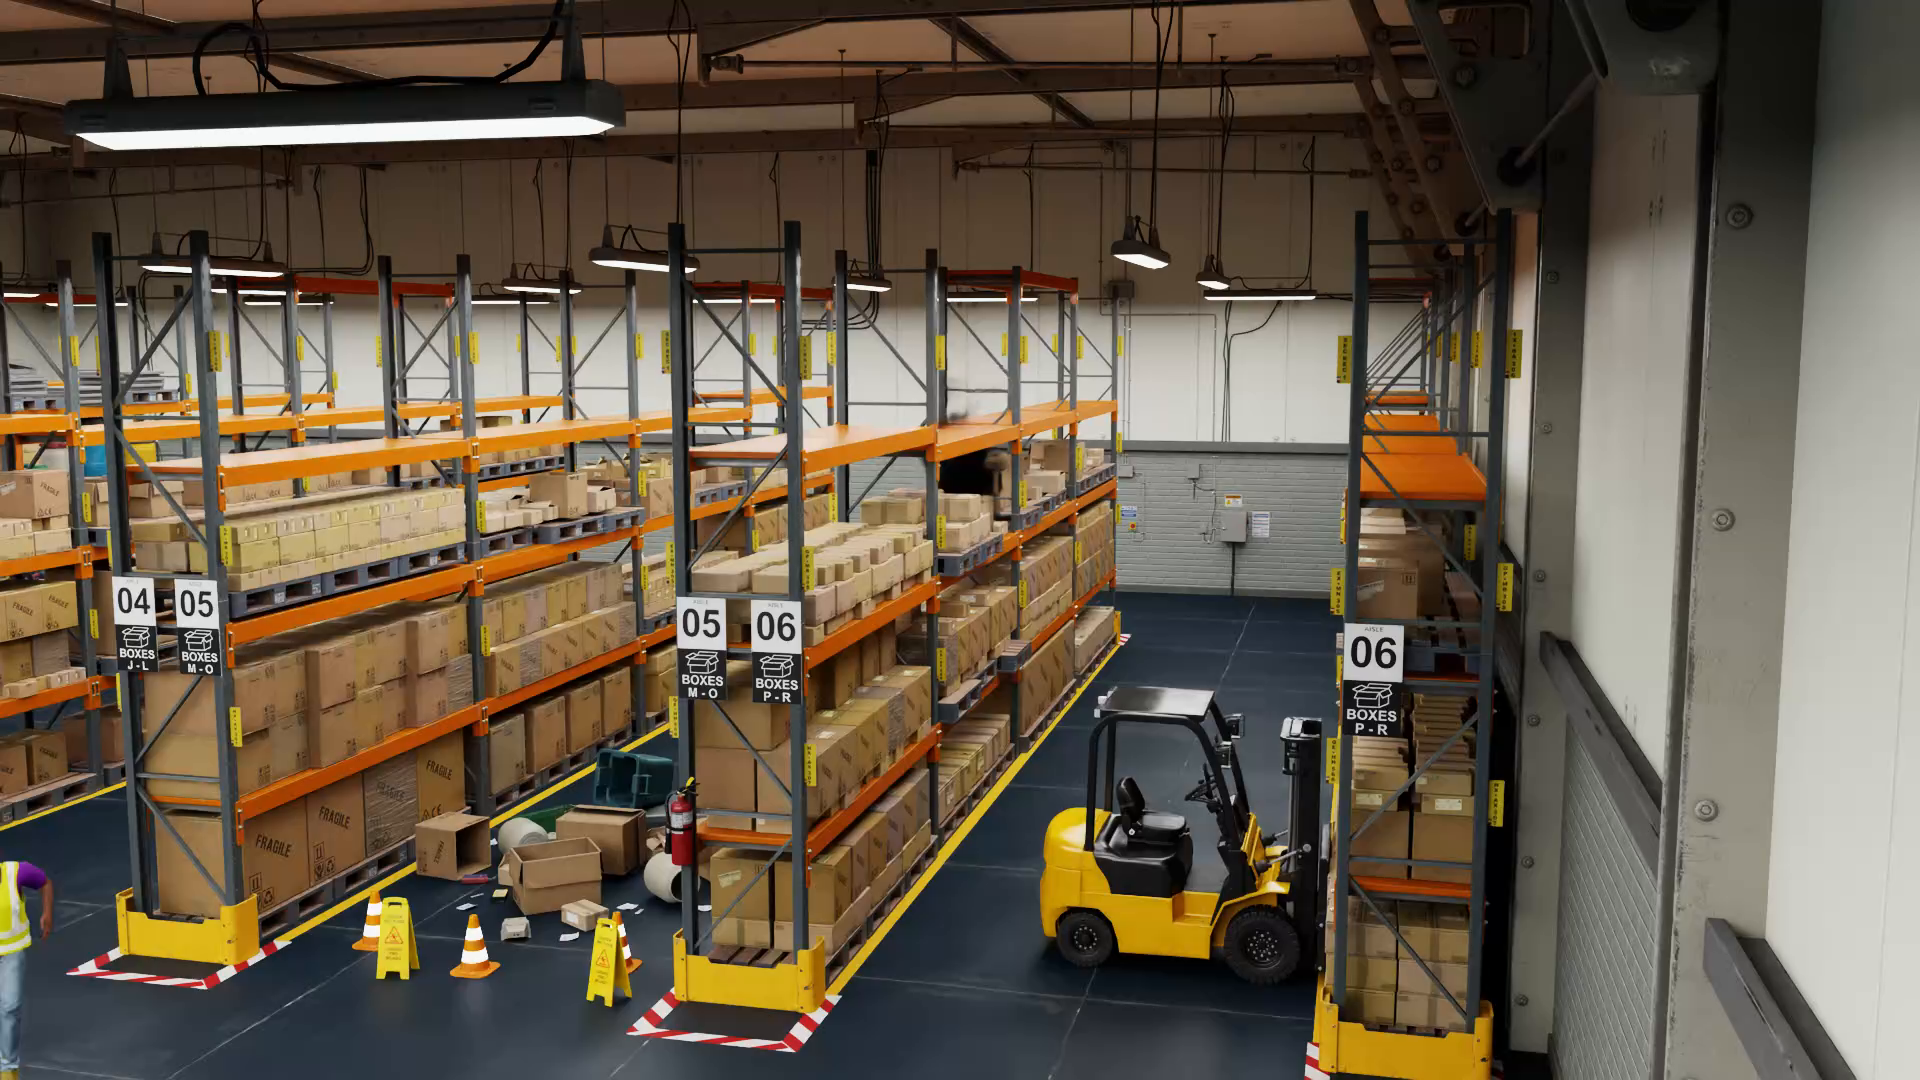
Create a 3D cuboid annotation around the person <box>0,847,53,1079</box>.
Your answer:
[{"bbox_3d":[-6.725,2.882,11.613,0.710,1.805,0.941,-3,8,-23],"label":"person"}]

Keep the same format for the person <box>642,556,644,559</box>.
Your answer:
[{"bbox_3d":[-5.111,1.058,26.969,0.654,1.712,0.807,1,7,6],"label":"person"}]
